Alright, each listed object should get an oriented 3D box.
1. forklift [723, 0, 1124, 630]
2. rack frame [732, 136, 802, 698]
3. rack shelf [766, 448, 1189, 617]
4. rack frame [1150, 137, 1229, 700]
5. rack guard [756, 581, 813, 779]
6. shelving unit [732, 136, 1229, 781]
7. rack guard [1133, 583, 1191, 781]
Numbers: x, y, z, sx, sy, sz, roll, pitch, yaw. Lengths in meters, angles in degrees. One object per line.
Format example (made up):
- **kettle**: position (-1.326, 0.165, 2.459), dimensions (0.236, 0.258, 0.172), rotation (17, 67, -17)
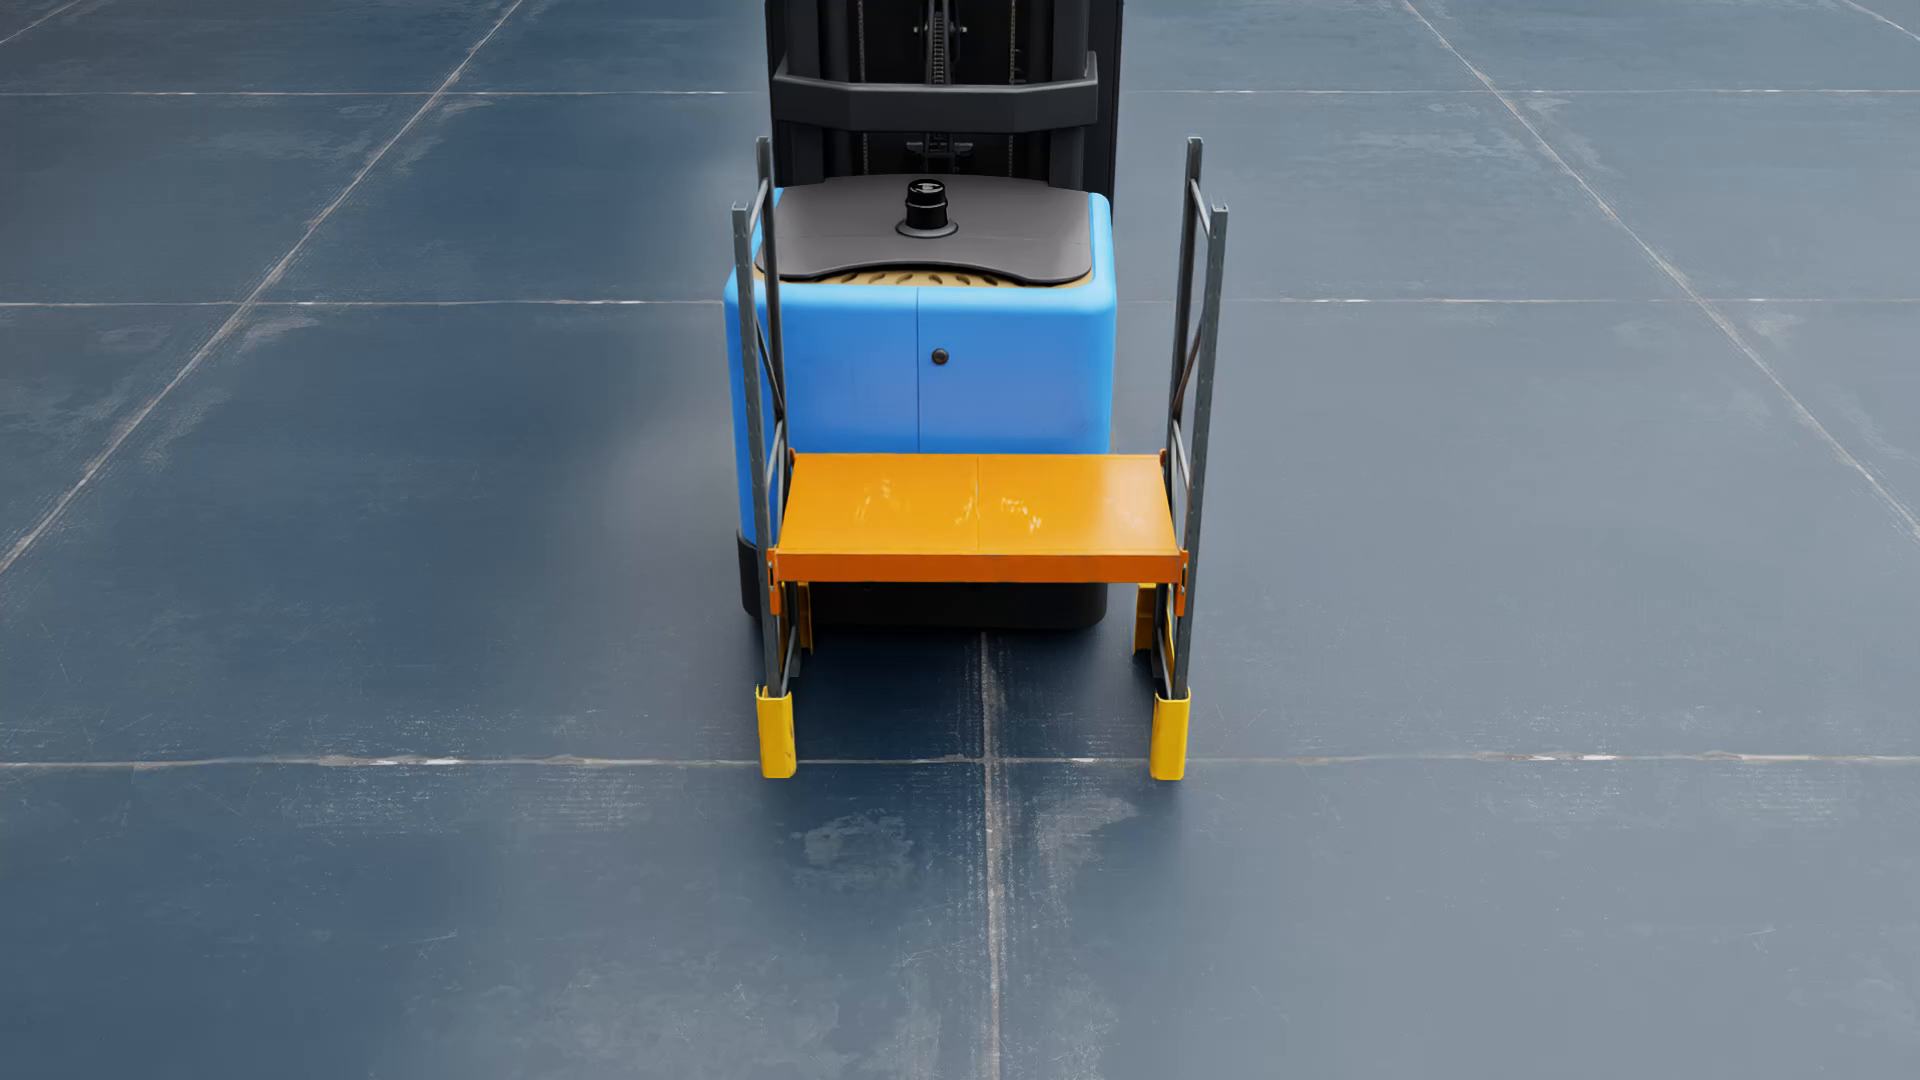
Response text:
- **forklift**: position (-0.036, -1.732, 5.280), dimensions (1.130, 2.935, 3.031), rotation (1, 31, 2)
- **rack frame**: position (-0.465, -0.184, 4.108), dimensions (0.032, 1.500, 0.500), rotation (0, 31, 0)
- **rack shelf**: position (0.044, -0.028, 4.198), dimensions (1.000, 0.185, 0.538), rotation (0, 31, 0)
- **rack frame**: position (0.552, -0.180, 4.101), dimensions (0.032, 1.500, 0.500), rotation (0, 31, 0)
- **rack guard**: position (-0.463, 0.350, 4.432), dimensions (0.087, 0.250, 0.587), rotation (0, 31, 0)
- **shelving unit**: position (0.035, -0.182, 4.104), dimensions (1.083, 1.500, 0.587), rotation (0, 31, 0)
- **rack guard**: position (0.533, 0.354, 4.425), dimensions (0.087, 0.250, 0.587), rotation (0, 31, 0)
